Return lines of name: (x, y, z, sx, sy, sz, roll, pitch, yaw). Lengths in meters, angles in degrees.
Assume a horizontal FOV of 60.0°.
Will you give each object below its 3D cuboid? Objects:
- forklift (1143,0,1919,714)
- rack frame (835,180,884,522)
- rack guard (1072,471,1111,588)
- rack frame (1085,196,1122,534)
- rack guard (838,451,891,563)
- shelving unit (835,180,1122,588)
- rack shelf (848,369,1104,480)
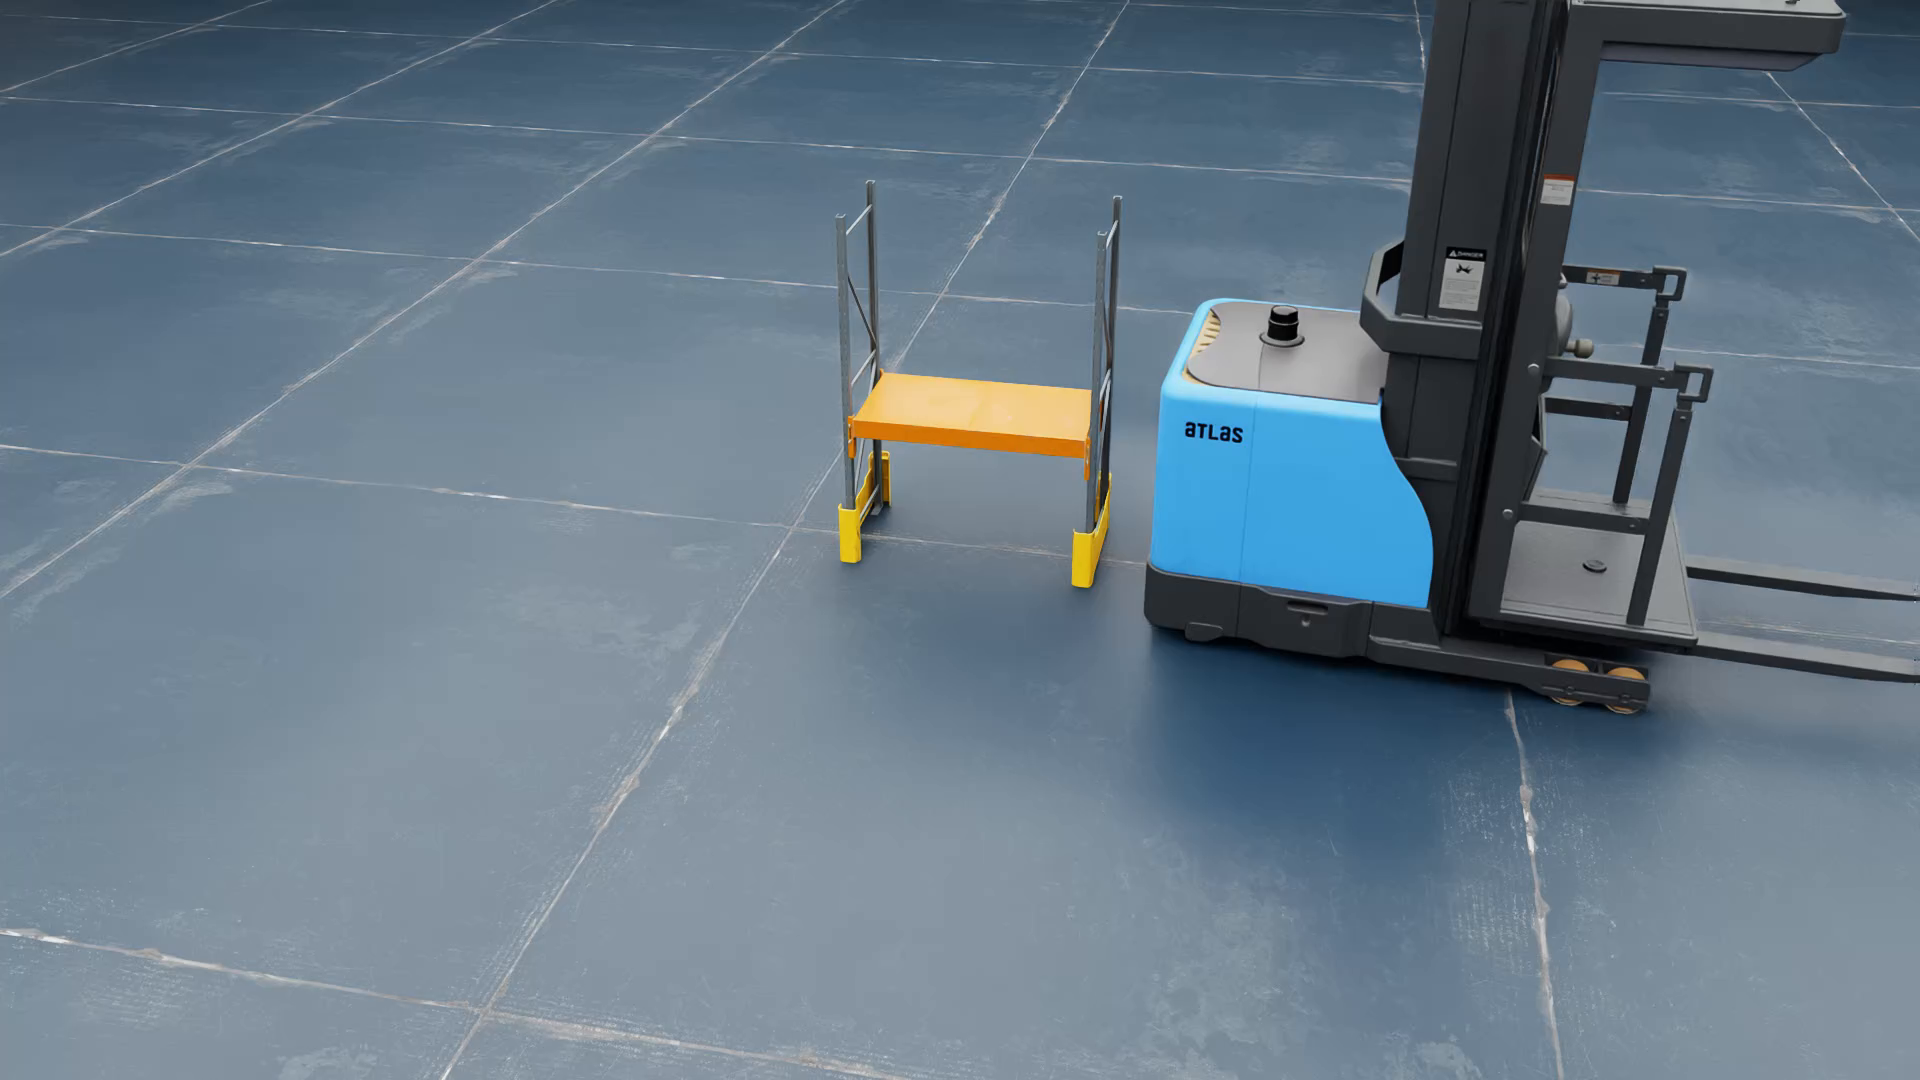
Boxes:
forklift: (2.301, -0.934, 5.905, 3.031, 2.935, 1.130, 8, 30, 14)
rack frame: (-0.414, -0.700, 6.967, 0.032, 1.500, 0.500, 6, 29, 11)
rack guard: (0.562, -0.052, 7.085, 0.087, 0.250, 0.587, 6, 29, 11)
rack frame: (0.581, -0.598, 6.781, 0.032, 1.500, 0.500, 6, 29, 11)
rack guard: (-0.412, -0.152, 7.267, 0.087, 0.250, 0.587, 6, 29, 11)
shelving unit: (0.075, -0.650, 6.876, 1.083, 1.500, 0.587, 6, 29, 11)
rack shelf: (0.083, -0.492, 6.961, 1.000, 0.185, 0.538, 6, 29, 11)
